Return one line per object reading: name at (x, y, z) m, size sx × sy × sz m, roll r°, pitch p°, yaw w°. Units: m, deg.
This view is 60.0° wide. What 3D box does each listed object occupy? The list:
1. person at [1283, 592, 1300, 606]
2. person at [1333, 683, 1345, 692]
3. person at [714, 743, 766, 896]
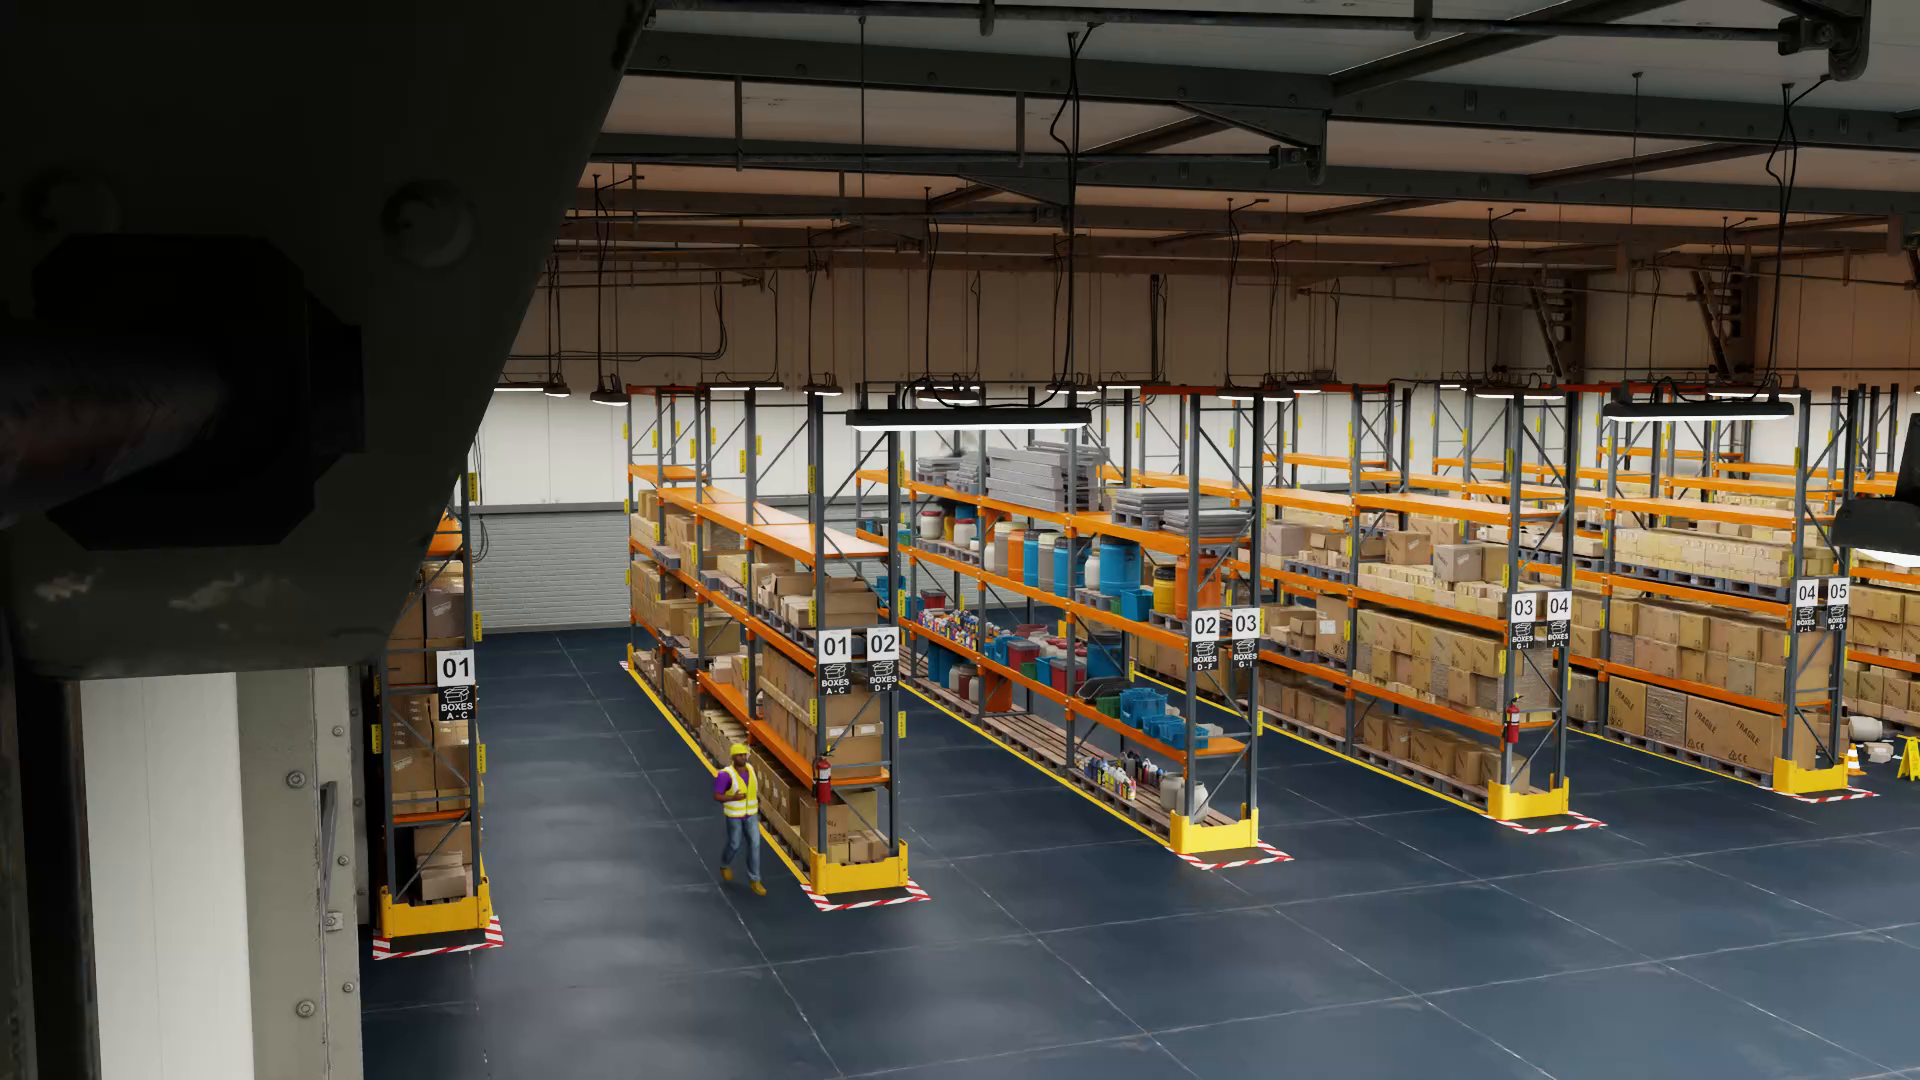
person at (8.171, 1.186, 41.176) m, size 0.915 × 1.770 × 0.712 m, roll 4°, pitch 7°, yaw 32°
person at (7.291, 2.284, 31.431) m, size 0.587 × 1.640 × 0.610 m, roll -3°, pitch 6°, yaw -23°
person at (-2.654, 3.344, 20.153) m, size 0.695 × 1.777 × 0.894 m, roll -4°, pitch 7°, yaw -34°
